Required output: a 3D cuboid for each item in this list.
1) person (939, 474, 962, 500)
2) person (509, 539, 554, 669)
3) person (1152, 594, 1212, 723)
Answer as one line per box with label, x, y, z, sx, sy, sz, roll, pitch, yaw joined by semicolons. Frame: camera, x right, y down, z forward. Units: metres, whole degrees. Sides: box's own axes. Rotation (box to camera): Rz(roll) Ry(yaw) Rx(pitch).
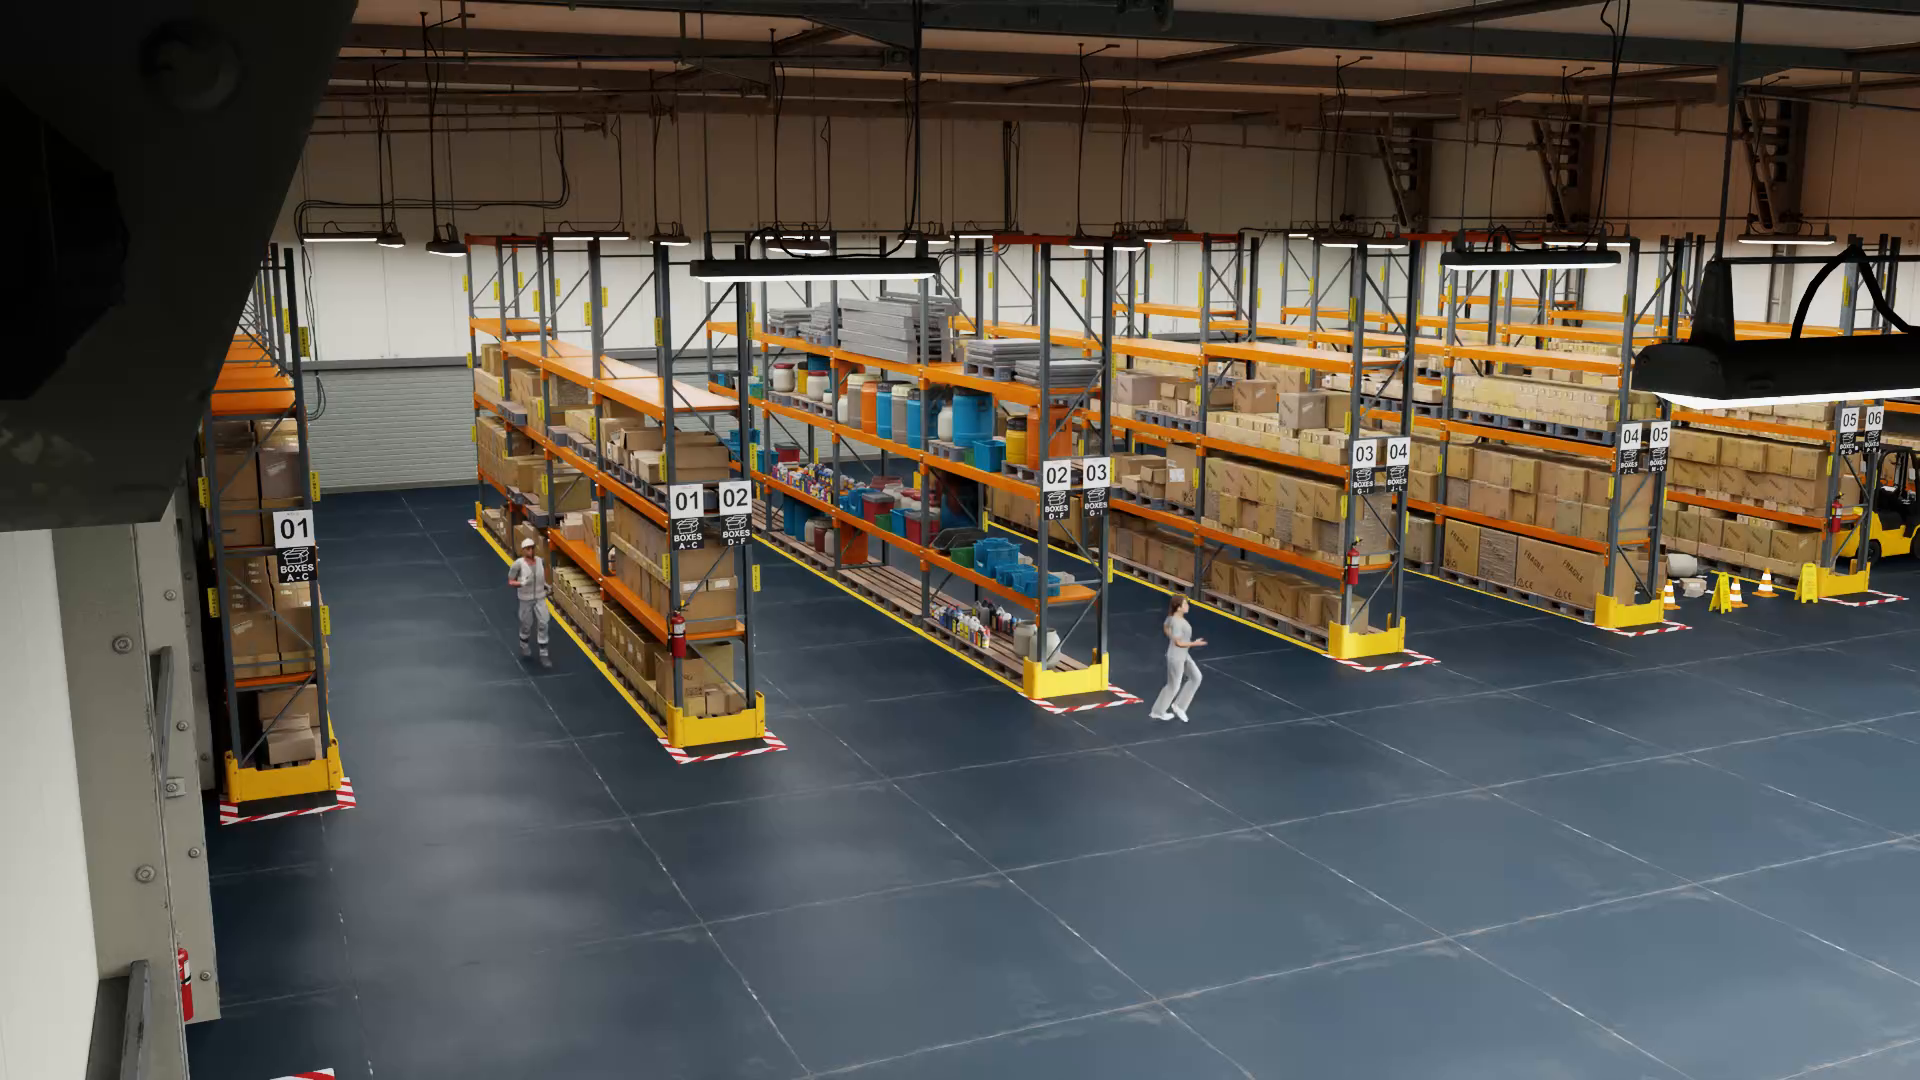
person;-0.058;-0.422;30.462;0.703;1.591;0.745;-6;12;-26
person;-6.109;0.880;23.761;0.647;1.810;0.920;-7;13;-31
person;2.803;1.516;20.985;0.731;1.705;0.542;2;11;12
